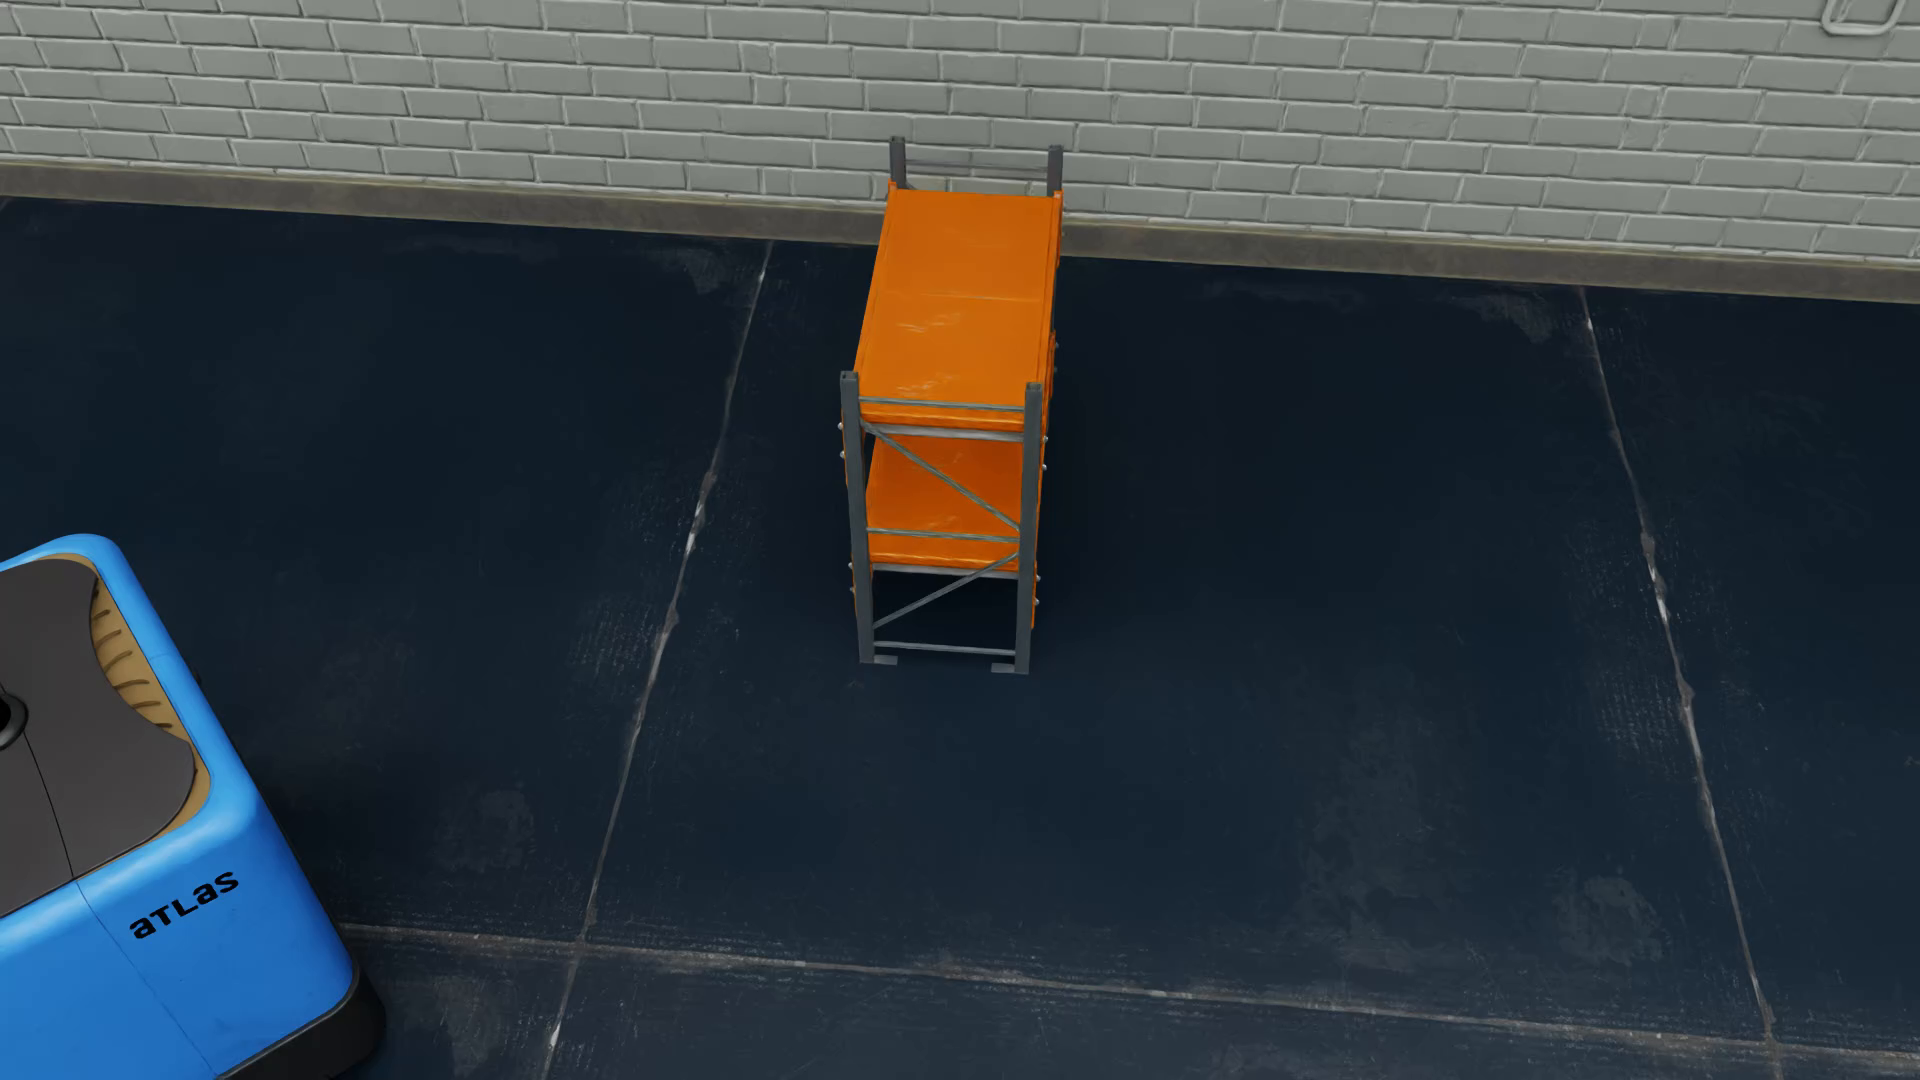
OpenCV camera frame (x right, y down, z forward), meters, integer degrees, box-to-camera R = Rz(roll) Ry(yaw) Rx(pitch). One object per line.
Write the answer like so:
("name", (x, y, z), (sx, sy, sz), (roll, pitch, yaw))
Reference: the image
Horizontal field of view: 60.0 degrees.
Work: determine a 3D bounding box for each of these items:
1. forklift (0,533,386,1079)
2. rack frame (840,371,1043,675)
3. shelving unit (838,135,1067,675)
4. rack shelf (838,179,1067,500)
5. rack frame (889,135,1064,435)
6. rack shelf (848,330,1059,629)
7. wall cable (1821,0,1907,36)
("forklift", (-2.884, 0.638, 2.680), (3.031, 2.935, 1.130), (-29, 54, -24))
("rack frame", (-0.046, -0.011, 4.498), (0.500, 1.125, 0.032), (4, 48, 4))
("shelving unit", (0.001, -0.385, 4.839), (0.538, 1.125, 1.048), (4, 48, 4))
("rack shelf", (0.001, -0.582, 4.623), (0.538, 0.278, 1.000), (4, 48, 4))
("rack frame", (0.047, -0.758, 5.181), (0.500, 1.125, 0.032), (4, 48, 4))
("rack shelf", (0.001, -0.220, 5.020), (0.538, 0.278, 1.000), (4, 48, 4))
("wall cable", (2.698, -2.249, 4.564), (0.585, 1.953, 0.123), (4, 48, 4))
